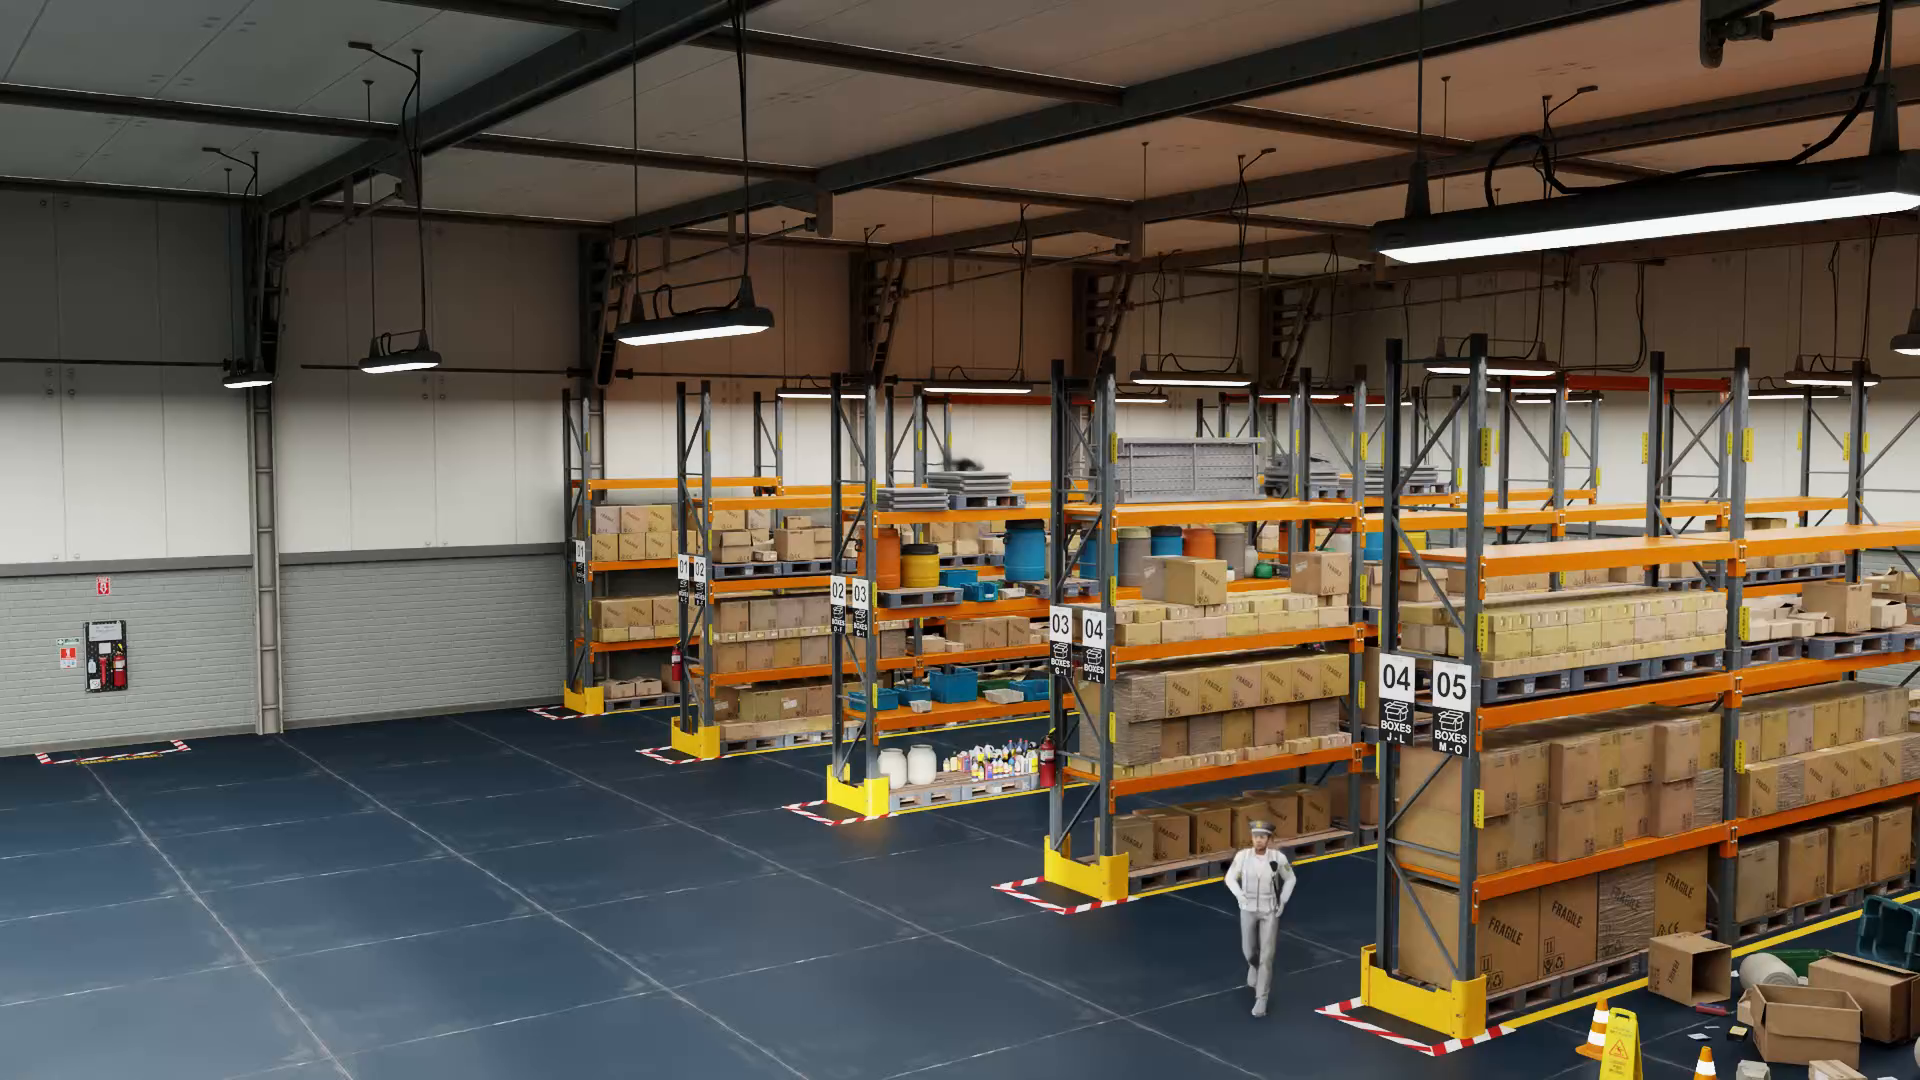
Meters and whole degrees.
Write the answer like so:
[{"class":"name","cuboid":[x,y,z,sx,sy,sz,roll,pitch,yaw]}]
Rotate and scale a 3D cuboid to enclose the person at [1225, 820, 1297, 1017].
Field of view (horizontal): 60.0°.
[{"class":"person","cuboid":[2.715,3.360,15.049,0.636,1.709,0.778,1,4,14]}]
